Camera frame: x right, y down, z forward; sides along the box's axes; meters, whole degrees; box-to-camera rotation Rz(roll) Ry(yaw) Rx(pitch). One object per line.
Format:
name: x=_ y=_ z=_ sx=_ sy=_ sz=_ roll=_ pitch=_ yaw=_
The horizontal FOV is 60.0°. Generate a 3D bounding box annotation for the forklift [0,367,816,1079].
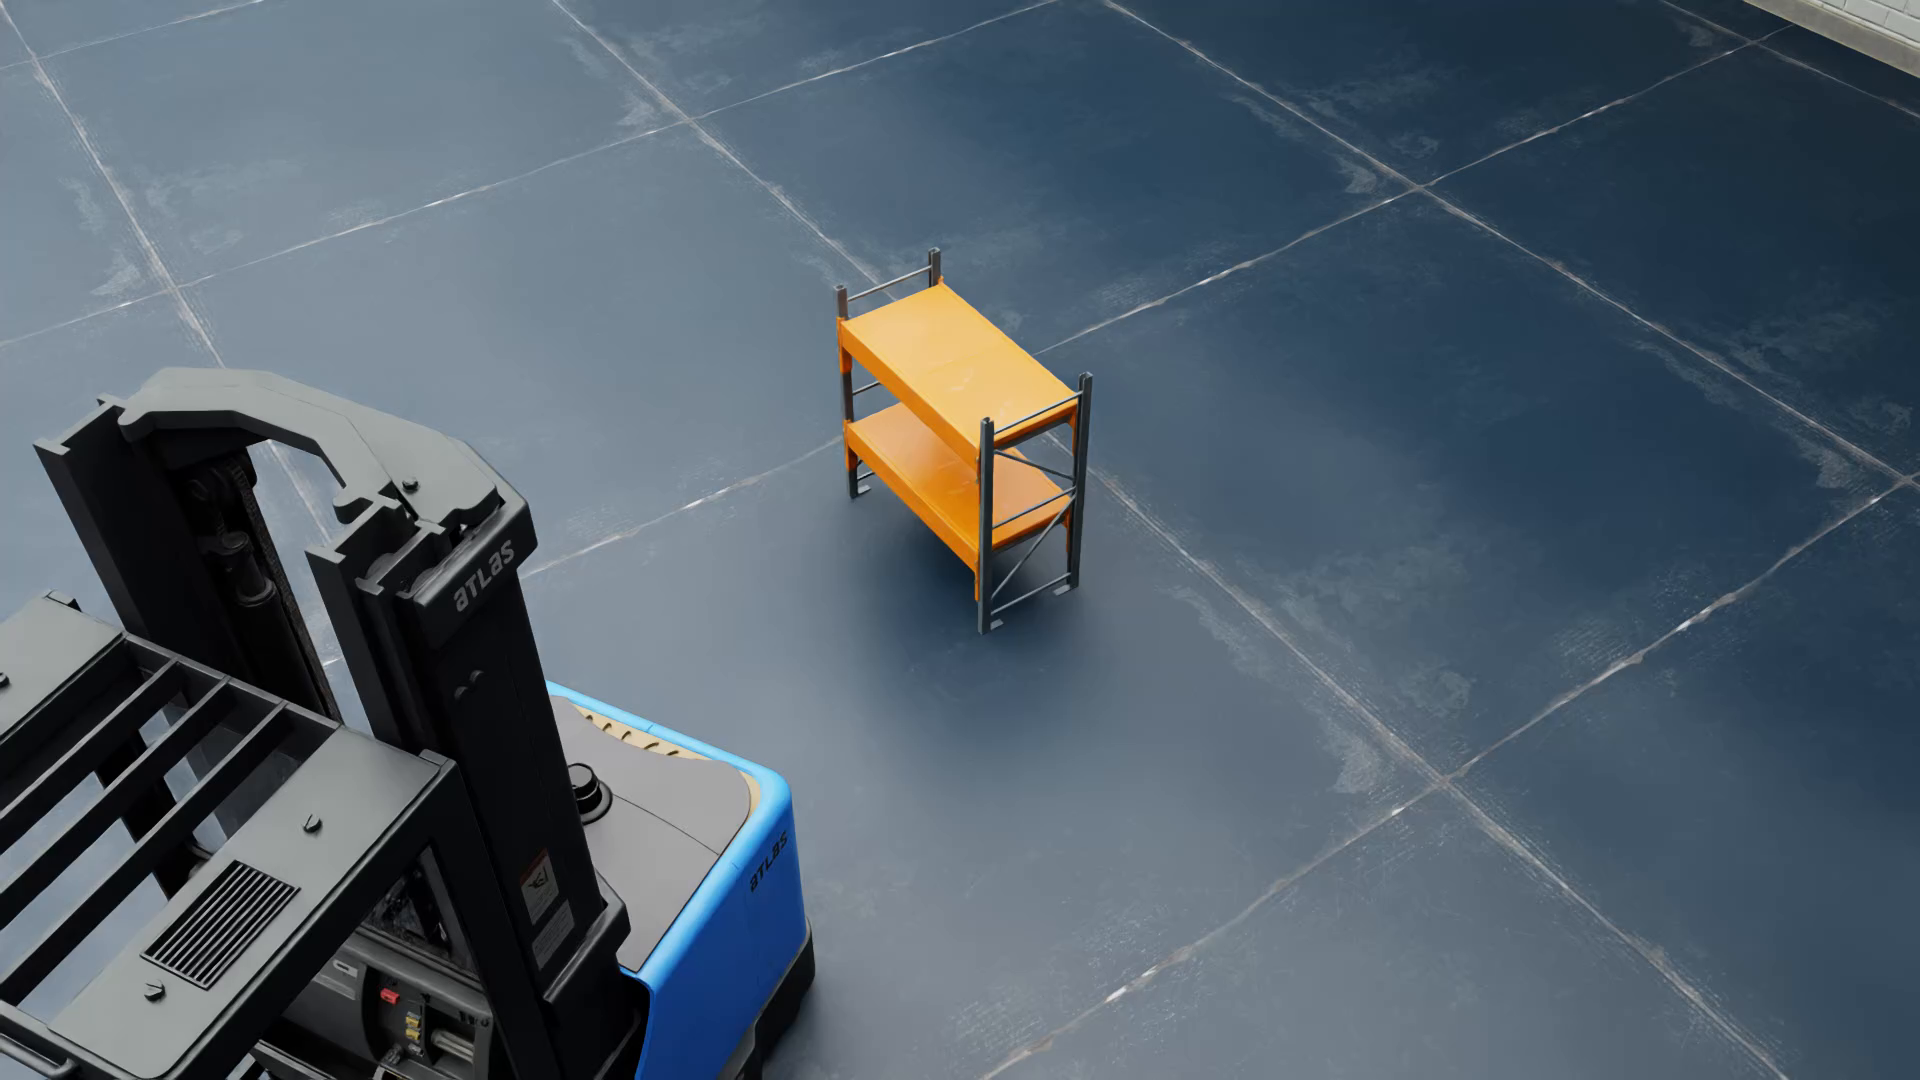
forklift: x=-1.586 y=1.195 z=3.867 sx=1.130 sy=2.935 sz=3.031 roll=19 pitch=47 yaw=18

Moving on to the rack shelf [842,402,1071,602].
rack shelf: x=-0.004 y=-0.234 z=7.025 sx=0.538 sy=0.278 sz=1.000 roll=-26 pitch=49 yaw=-24

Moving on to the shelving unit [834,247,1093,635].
shelving unit: x=-0.004 y=-0.411 z=6.857 sx=0.538 sy=1.125 sz=1.048 roll=-26 pitch=49 yaw=-24

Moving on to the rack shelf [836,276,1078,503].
rack shelf: x=-0.004 y=-0.622 z=6.654 sx=0.538 sy=0.278 sz=1.000 roll=-26 pitch=49 yaw=-24

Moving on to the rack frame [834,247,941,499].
rack frame: x=-0.295 y=-0.699 z=7.158 sx=0.500 sy=1.125 sz=0.032 roll=-26 pitch=49 yaw=-24

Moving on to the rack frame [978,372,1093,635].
rack frame: x=0.287 y=-0.123 z=6.555 sx=0.500 sy=1.125 sz=0.032 roll=-26 pitch=49 yaw=-24
